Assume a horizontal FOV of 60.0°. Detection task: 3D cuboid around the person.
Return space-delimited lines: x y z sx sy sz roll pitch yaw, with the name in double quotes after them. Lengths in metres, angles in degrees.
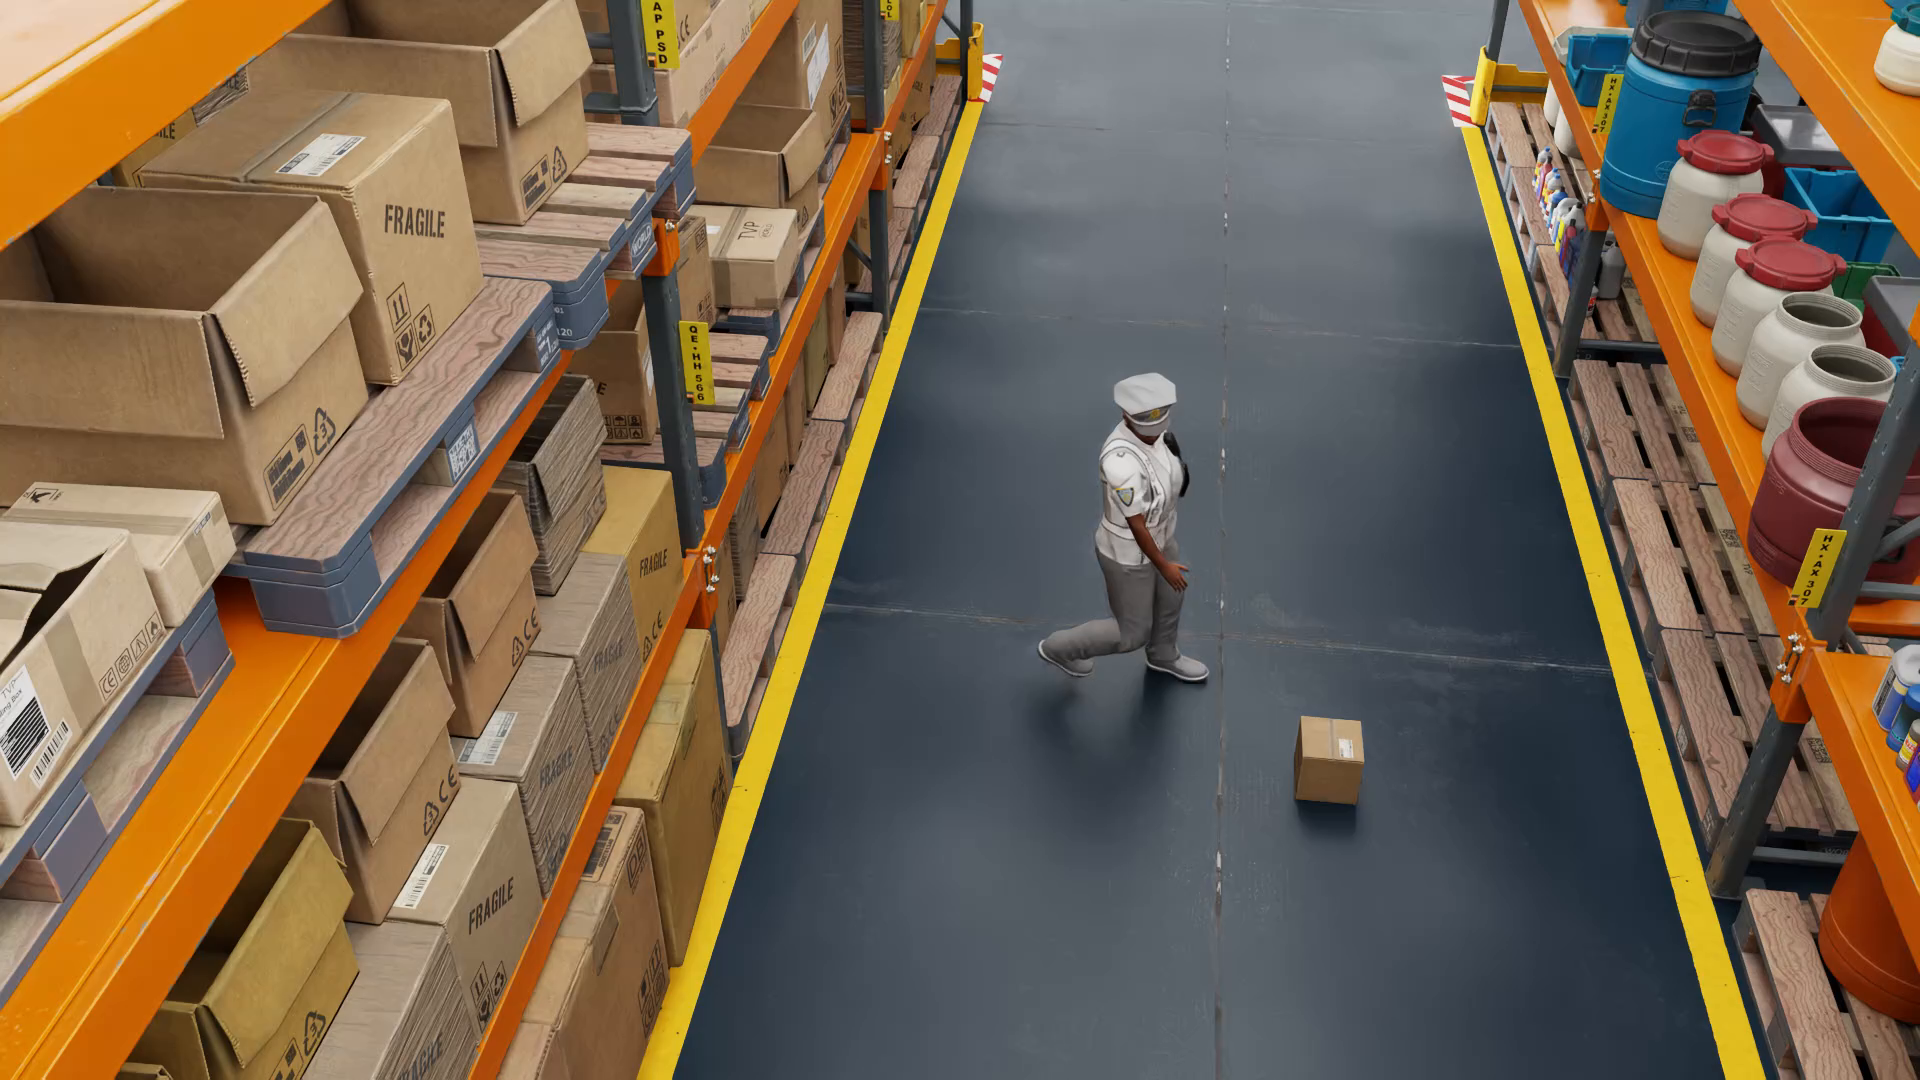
0.732 -0.008 7.050 0.686 1.631 0.519 16 39 21 "person"
